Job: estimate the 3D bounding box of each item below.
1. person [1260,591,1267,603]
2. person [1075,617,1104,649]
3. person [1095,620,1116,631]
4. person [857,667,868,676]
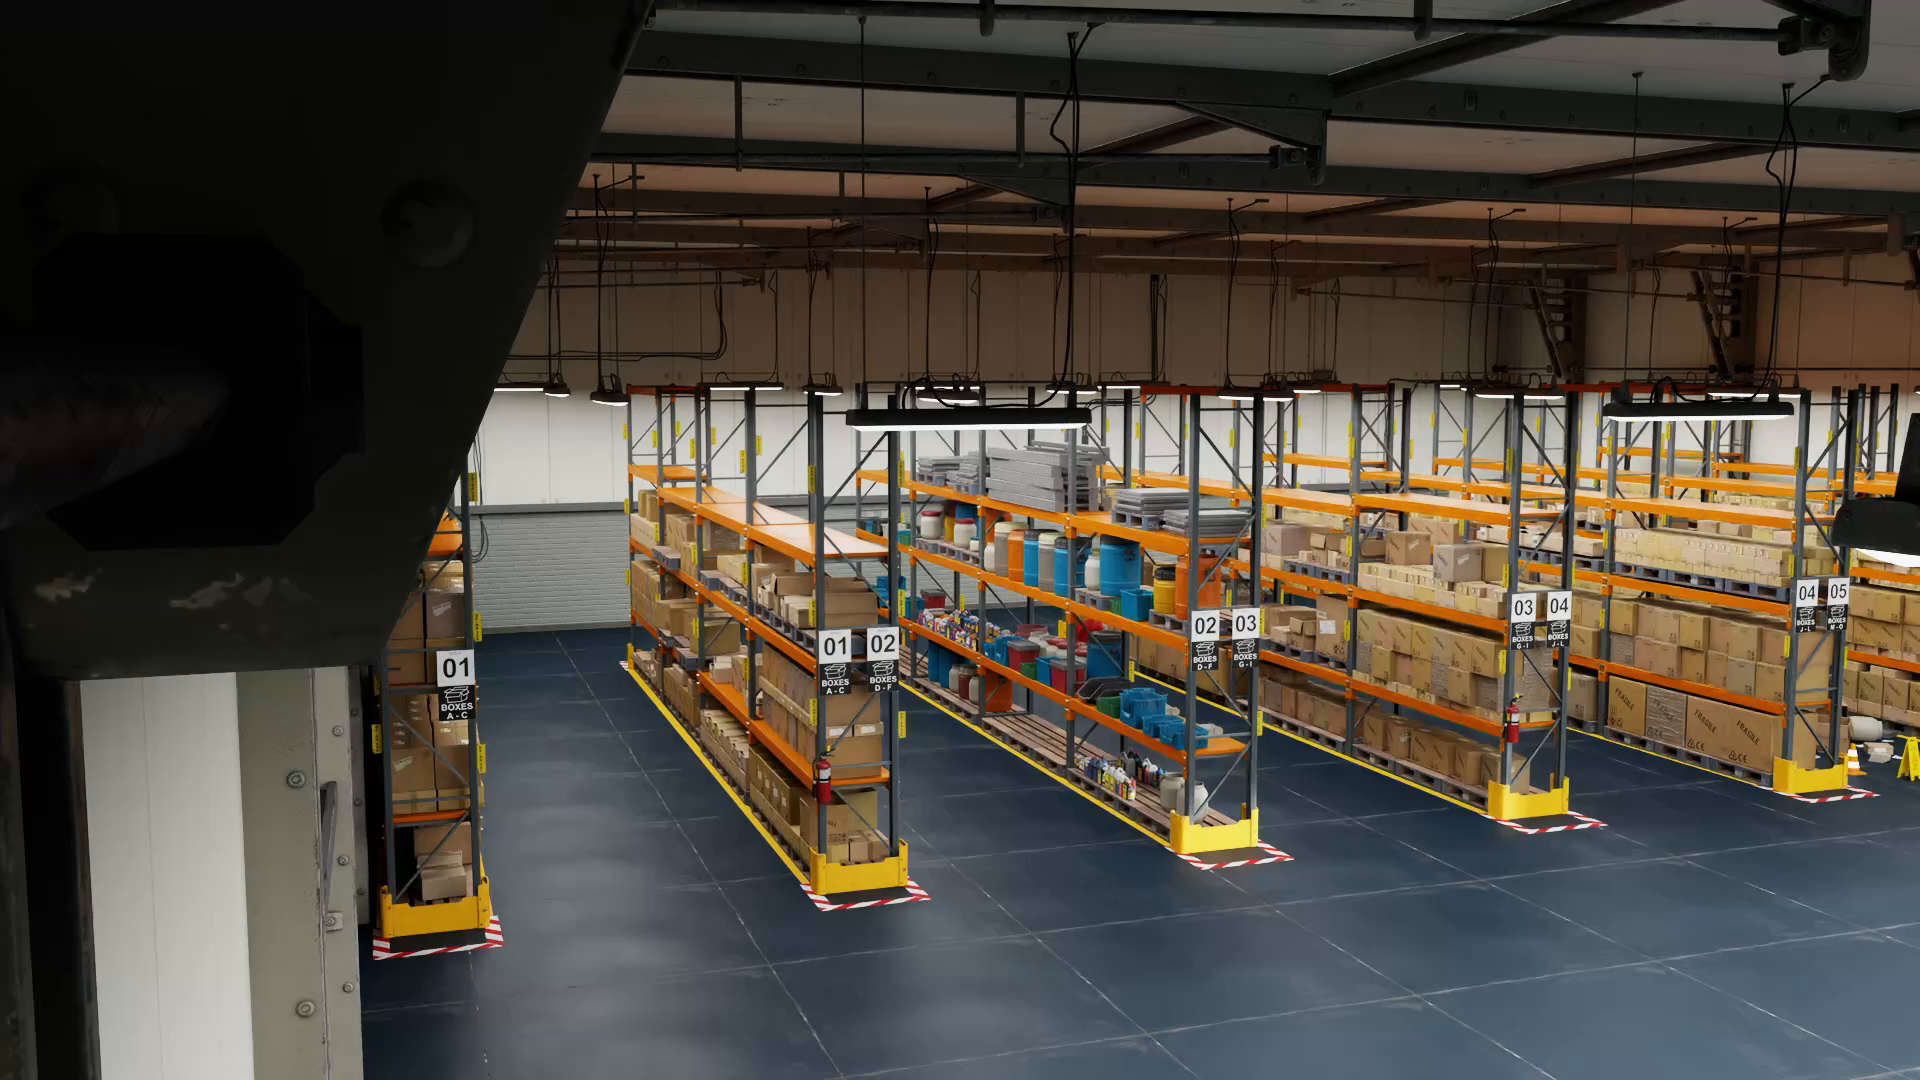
[{"bbox_3d":[6.312,1.909,35.007,0.527,1.649,0.727,4,7,35],"label":"person"},{"bbox_3d":[2.417,2.160,31.265,0.594,1.799,0.542,1,6,8],"label":"person"},{"bbox_3d":[2.886,1.927,33.599,0.506,1.697,0.569,-1,6,-7],"label":"person"},{"bbox_3d":[-1.759,2.261,30.605,0.469,1.574,0.442,5,8,40],"label":"person"}]
